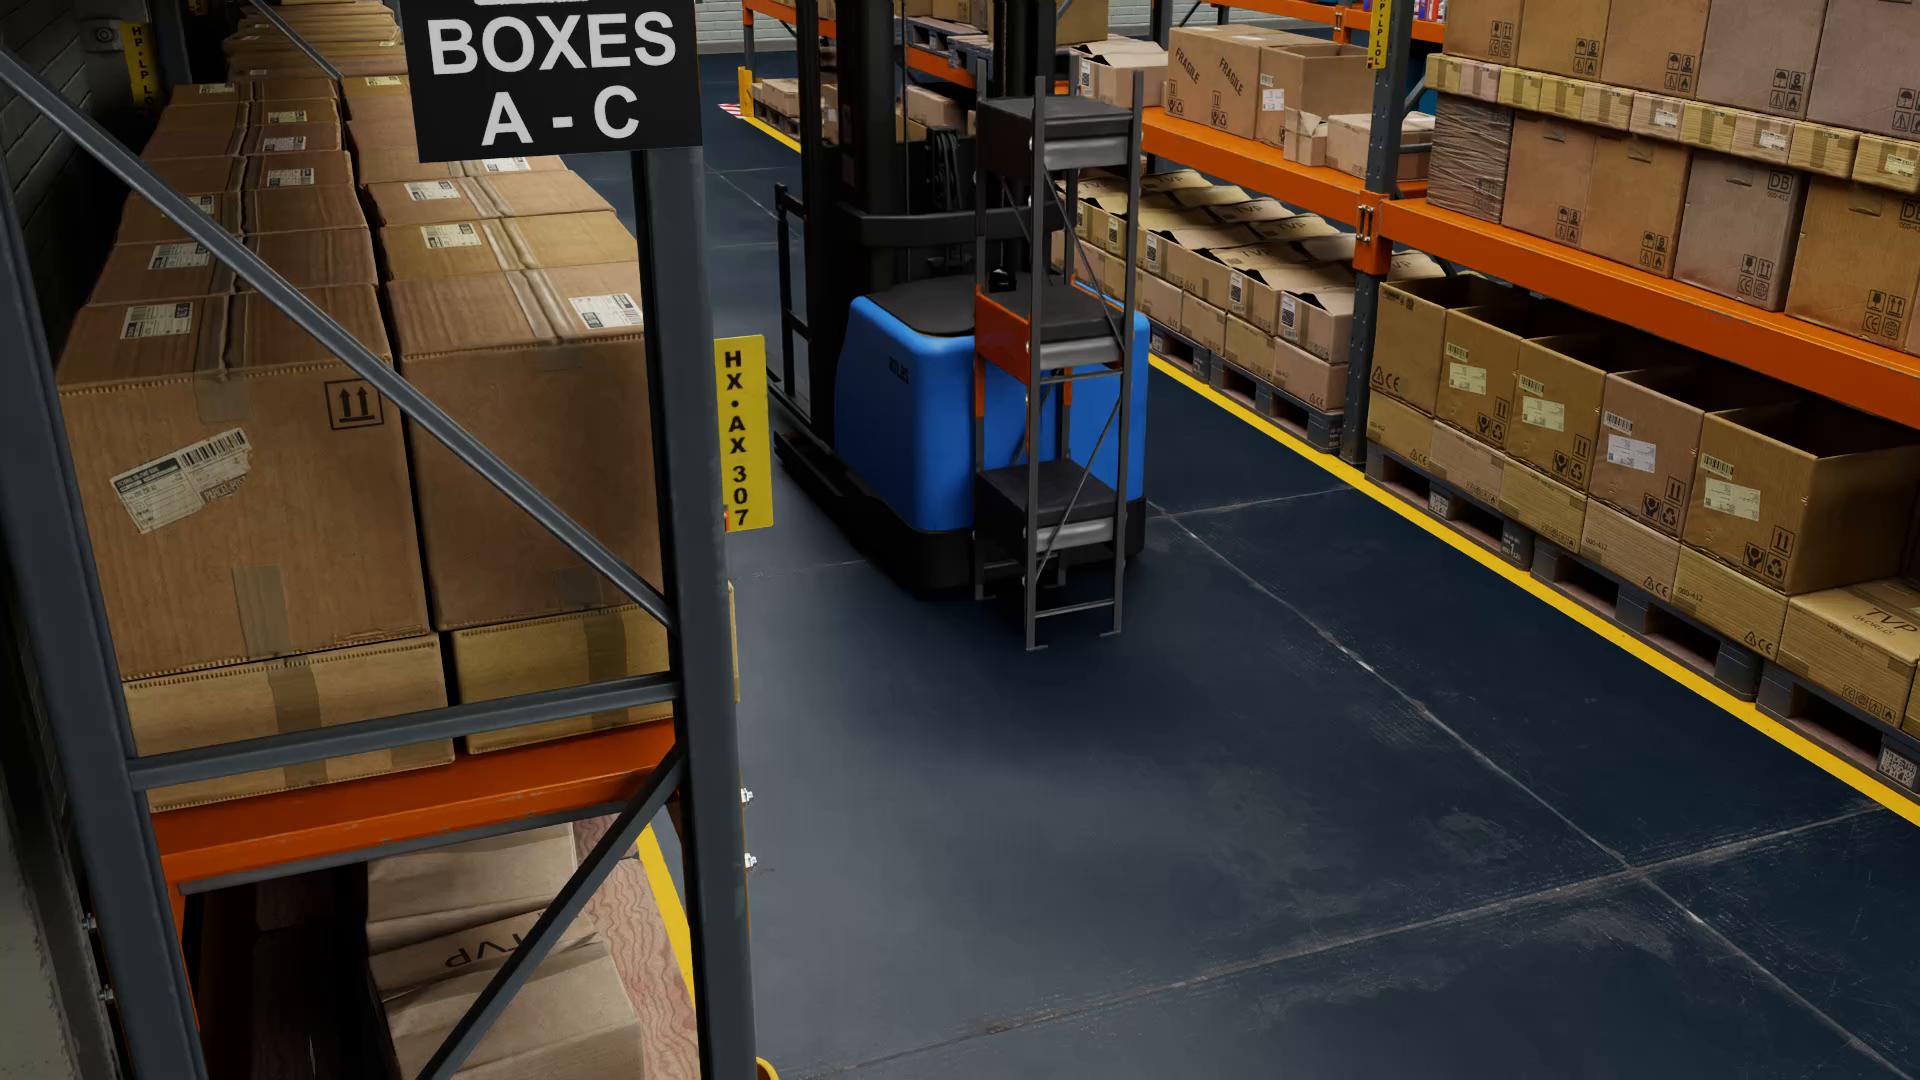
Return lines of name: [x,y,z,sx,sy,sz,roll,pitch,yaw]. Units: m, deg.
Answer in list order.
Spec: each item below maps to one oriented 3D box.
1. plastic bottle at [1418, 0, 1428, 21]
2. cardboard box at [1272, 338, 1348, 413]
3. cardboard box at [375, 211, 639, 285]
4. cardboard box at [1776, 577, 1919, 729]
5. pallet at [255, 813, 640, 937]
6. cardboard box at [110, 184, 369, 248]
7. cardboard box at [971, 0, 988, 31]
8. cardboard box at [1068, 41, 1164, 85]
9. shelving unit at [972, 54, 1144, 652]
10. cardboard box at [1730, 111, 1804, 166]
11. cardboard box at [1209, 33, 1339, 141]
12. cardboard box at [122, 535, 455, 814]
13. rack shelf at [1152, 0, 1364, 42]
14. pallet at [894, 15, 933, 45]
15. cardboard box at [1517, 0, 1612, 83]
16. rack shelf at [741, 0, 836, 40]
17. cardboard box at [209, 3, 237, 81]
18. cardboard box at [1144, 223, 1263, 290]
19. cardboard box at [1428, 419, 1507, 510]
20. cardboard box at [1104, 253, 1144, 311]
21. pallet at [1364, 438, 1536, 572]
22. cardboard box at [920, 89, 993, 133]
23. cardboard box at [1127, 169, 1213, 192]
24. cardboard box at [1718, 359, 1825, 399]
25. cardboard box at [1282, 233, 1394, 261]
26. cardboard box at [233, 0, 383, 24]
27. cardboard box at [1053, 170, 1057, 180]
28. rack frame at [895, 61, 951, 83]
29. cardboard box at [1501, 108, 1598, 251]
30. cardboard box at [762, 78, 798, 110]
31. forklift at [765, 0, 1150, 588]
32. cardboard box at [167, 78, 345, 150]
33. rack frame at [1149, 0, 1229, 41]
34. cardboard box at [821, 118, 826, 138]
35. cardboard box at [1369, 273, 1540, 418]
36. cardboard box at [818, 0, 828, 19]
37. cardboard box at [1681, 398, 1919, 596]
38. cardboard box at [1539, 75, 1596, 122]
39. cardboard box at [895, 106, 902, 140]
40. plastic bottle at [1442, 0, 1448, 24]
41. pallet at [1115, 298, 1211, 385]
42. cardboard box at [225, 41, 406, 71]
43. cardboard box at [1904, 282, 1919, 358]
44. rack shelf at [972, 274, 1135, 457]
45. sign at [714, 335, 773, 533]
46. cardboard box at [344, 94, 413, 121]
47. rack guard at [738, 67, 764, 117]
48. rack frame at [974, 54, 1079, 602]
plastic bottle: [4.210,-4.845,15.033,0.061,0.283,0.133,-8,24,-19]
cardboard box: [1.939,-0.865,8.440,0.500,0.250,0.500,-9,24,-20]
cardboard box: [-0.916,-0.375,3.479,0.500,0.500,0.500,-8,24,-19]
cardboard box: [3.116,0.365,5.522,0.500,0.250,0.500,-8,24,-19]
pallet: [-1.571,0.821,5.030,1.003,0.211,1.213,-8,24,-19]
cardboard box: [-1.584,-0.493,3.759,0.500,0.500,0.500,-9,24,-20]
cardboard box: [0.471,-4.093,12.429,0.700,0.500,0.500,-4,23,-9]
cardboard box: [1.031,-3.102,10.863,0.500,0.311,0.500,-7,24,-16]
shelving unit: [0.337,-0.665,6.124,0.431,2.100,0.503,-9,25,-21]
cardboard box: [2.906,-1.396,5.735,0.380,0.149,0.250,-9,24,-20]
cardboard box: [1.737,-2.529,9.259,0.500,0.500,0.500,-8,24,-19]
cardboard box: [-1.210,0.223,3.026,0.500,0.250,0.500,-8,24,-18]
rack shelf: [3.459,-5.808,18.095,1.077,0.370,4.000,-8,24,-19]
pallet: [-0.289,-4.341,13.934,1.003,0.211,1.213,-8,24,-19]
cardboard box: [2.699,-2.128,6.638,0.700,0.500,0.500,-8,24,-19]
rack shelf: [-1.176,-5.130,16.485,1.077,0.370,4.000,-8,24,-19]
cardboard box: [-4.103,-2.928,9.798,0.500,0.500,0.500,-8,24,-19]
cardboard box: [1.407,-1.674,9.636,0.500,0.311,0.500,-9,24,-20]
cardboard box: [2.409,-0.362,7.246,0.500,0.250,0.500,-8,24,-19]
cardboard box: [1.221,-1.607,10.199,0.500,0.250,0.500,-9,24,-20]
pallet: [2.598,-0.248,7.567,1.003,0.211,1.213,-8,24,-19]
cardboard box: [0.004,-3.376,13.085,0.500,0.250,0.500,-9,24,-20]
cardboard box: [1.359,-2.310,11.145,0.500,0.311,0.500,-8,24,-18]
cardboard box: [3.261,-0.417,6.412,0.500,0.500,0.500,-8,24,-19]
cardboard box: [2.088,-1.568,9.385,0.500,0.311,0.500,-9,25,-21]
cardboard box: [-3.514,-2.680,9.051,0.700,0.500,0.500,-11,25,-25]
cardboard box: [0.393,-2.640,12.303,0.500,0.500,0.500,-7,24,-17]
rack frame: [-0.470,-4.735,14.622,1.000,3.000,0.127,-8,24,-19]
cardboard box: [2.712,-1.523,6.872,0.700,0.500,0.500,-9,24,-20]
cardboard box: [-1.779,-4.706,17.526,0.500,0.250,0.500,-8,24,-19]
forklift: [-0.259,-1.700,7.511,1.130,2.935,3.031,-9,25,-21]
cardboard box: [-2.306,-1.233,5.516,0.500,0.500,0.500,-9,24,-20]
rack frame: [2.753,-6.866,19.679,1.000,3.000,0.127,-8,24,-19]
cardboard box: [-1.125,-3.920,15.792,0.380,0.149,0.250,-8,24,-19]
cardboard box: [2.227,-0.889,7.530,0.500,0.500,0.500,-8,24,-19]
cardboard box: [-1.070,-5.114,15.394,0.500,0.500,0.500,-8,24,-17]
cardboard box: [2.935,-0.162,5.806,0.500,0.500,0.500,-8,24,-19]
cardboard box: [2.546,-1.769,6.621,0.380,0.149,0.250,-9,24,-19]
cardboard box: [-0.328,-3.384,14.069,0.500,0.500,0.500,-8,24,-18]
plastic bottle: [4.382,-4.715,14.734,0.152,0.276,0.135,-8,24,-19]
pallet: [1.625,-1.249,9.942,1.003,0.211,1.213,-8,24,-19]
cardboard box: [-2.615,-1.789,6.938,0.700,0.500,0.500,-6,24,-14]
cardboard box: [3.427,-0.782,5.115,0.700,0.500,0.500,-8,24,-18]
rack shelf: [0.337,-0.652,6.129,0.431,0.518,0.480,-9,25,-21]
sign: [-0.356,-0.167,2.669,0.100,0.325,0.005,-8,24,-19]
cardboard box: [-1.638,-1.123,5.253,0.500,0.500,0.500,-8,24,-19]
rack guard: [-1.856,-5.009,18.490,1.175,0.500,0.348,-8,24,-19]
rack frame: [0.243,-0.752,6.332,0.400,2.100,0.015,-9,25,-21]
